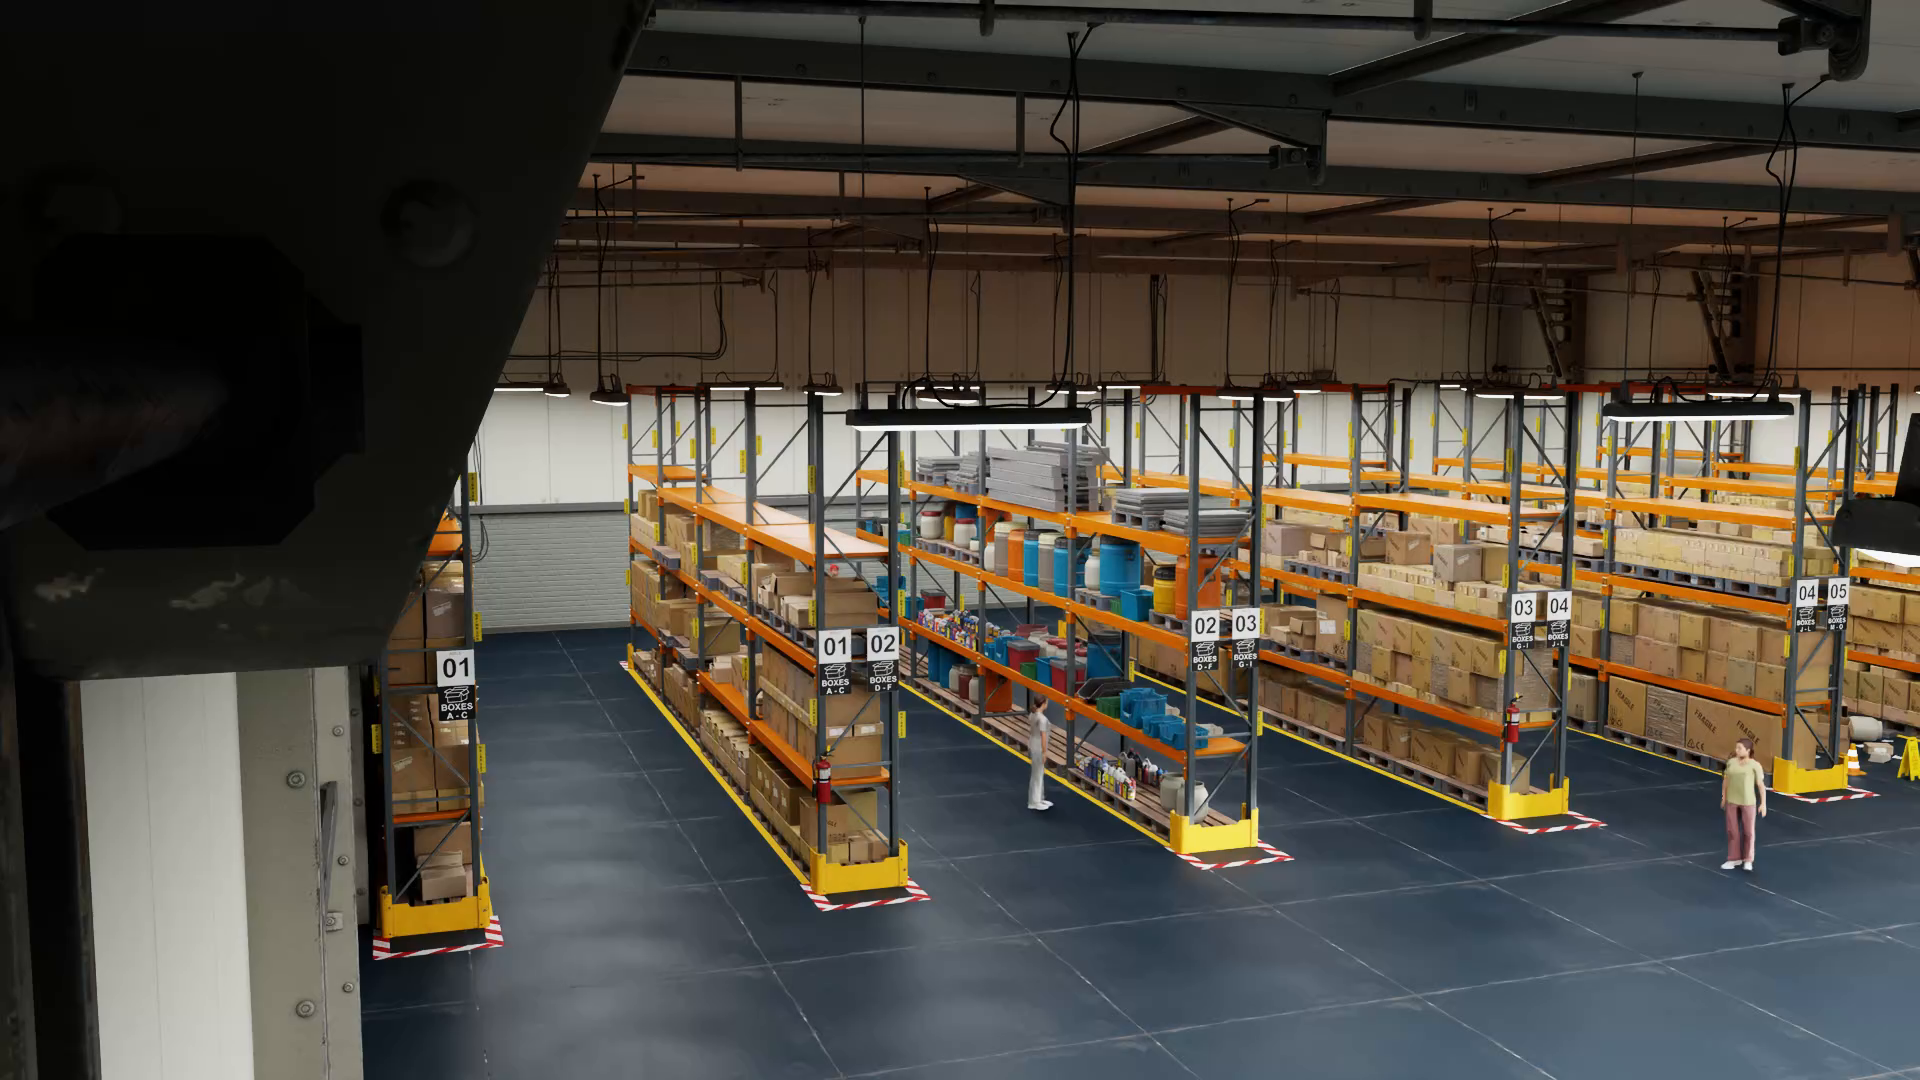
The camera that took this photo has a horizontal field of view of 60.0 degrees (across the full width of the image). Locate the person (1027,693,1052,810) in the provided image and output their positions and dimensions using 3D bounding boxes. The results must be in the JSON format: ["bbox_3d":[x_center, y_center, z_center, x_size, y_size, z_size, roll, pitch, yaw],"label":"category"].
[{"bbox_3d":[1.171,3.032,23.885,0.411,1.688,0.460,-2,6,-15],"label":"person"}]

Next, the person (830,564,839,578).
[{"bbox_3d":[-2.990,1.440,38.817,0.815,1.760,0.608,2,6,17],"label":"person"}]

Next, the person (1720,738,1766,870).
[{"bbox_3d":[9.898,3.343,21.006,0.554,1.708,0.363,5,8,43],"label":"person"}]
